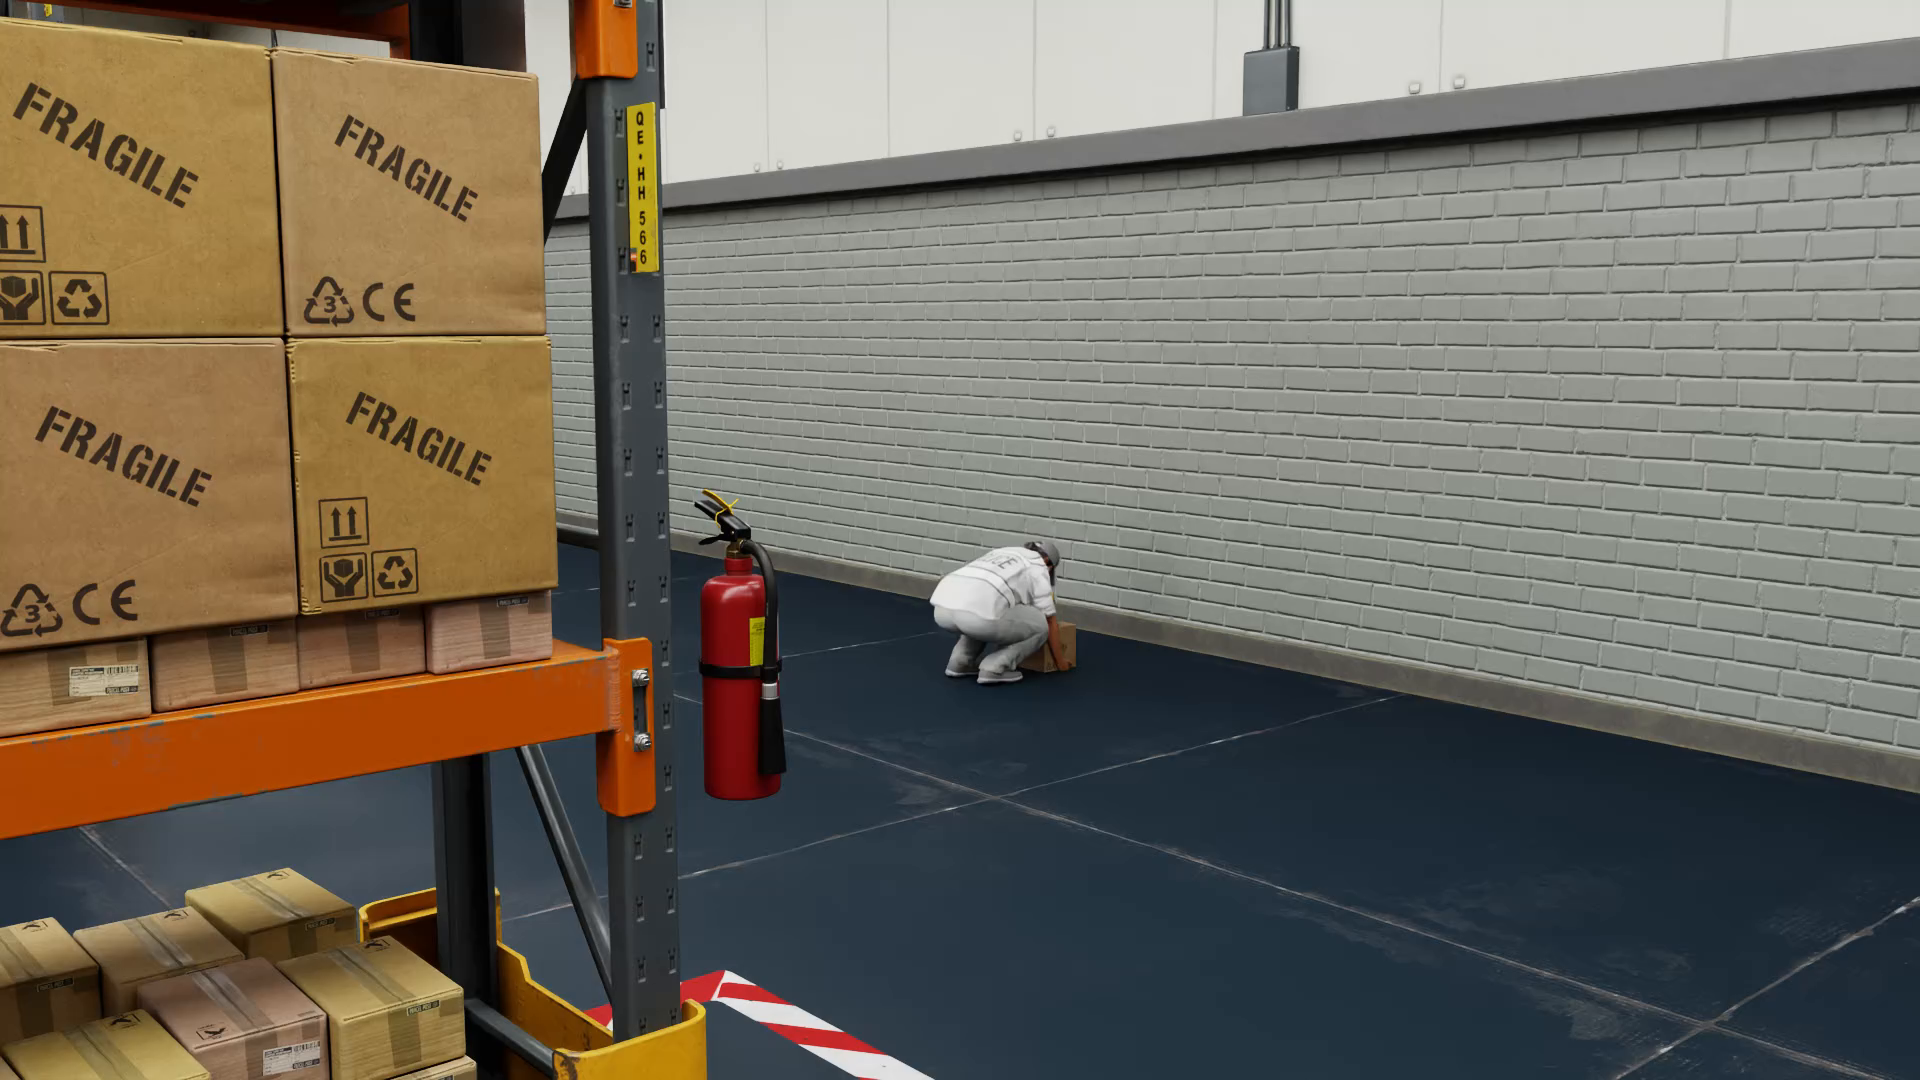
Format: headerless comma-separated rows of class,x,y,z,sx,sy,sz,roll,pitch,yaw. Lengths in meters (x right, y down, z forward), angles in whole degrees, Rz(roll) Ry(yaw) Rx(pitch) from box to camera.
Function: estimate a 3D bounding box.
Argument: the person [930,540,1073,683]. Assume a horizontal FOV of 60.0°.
person,0.242,0.431,9.337,0.907,0.797,0.522,-7,10,-42
